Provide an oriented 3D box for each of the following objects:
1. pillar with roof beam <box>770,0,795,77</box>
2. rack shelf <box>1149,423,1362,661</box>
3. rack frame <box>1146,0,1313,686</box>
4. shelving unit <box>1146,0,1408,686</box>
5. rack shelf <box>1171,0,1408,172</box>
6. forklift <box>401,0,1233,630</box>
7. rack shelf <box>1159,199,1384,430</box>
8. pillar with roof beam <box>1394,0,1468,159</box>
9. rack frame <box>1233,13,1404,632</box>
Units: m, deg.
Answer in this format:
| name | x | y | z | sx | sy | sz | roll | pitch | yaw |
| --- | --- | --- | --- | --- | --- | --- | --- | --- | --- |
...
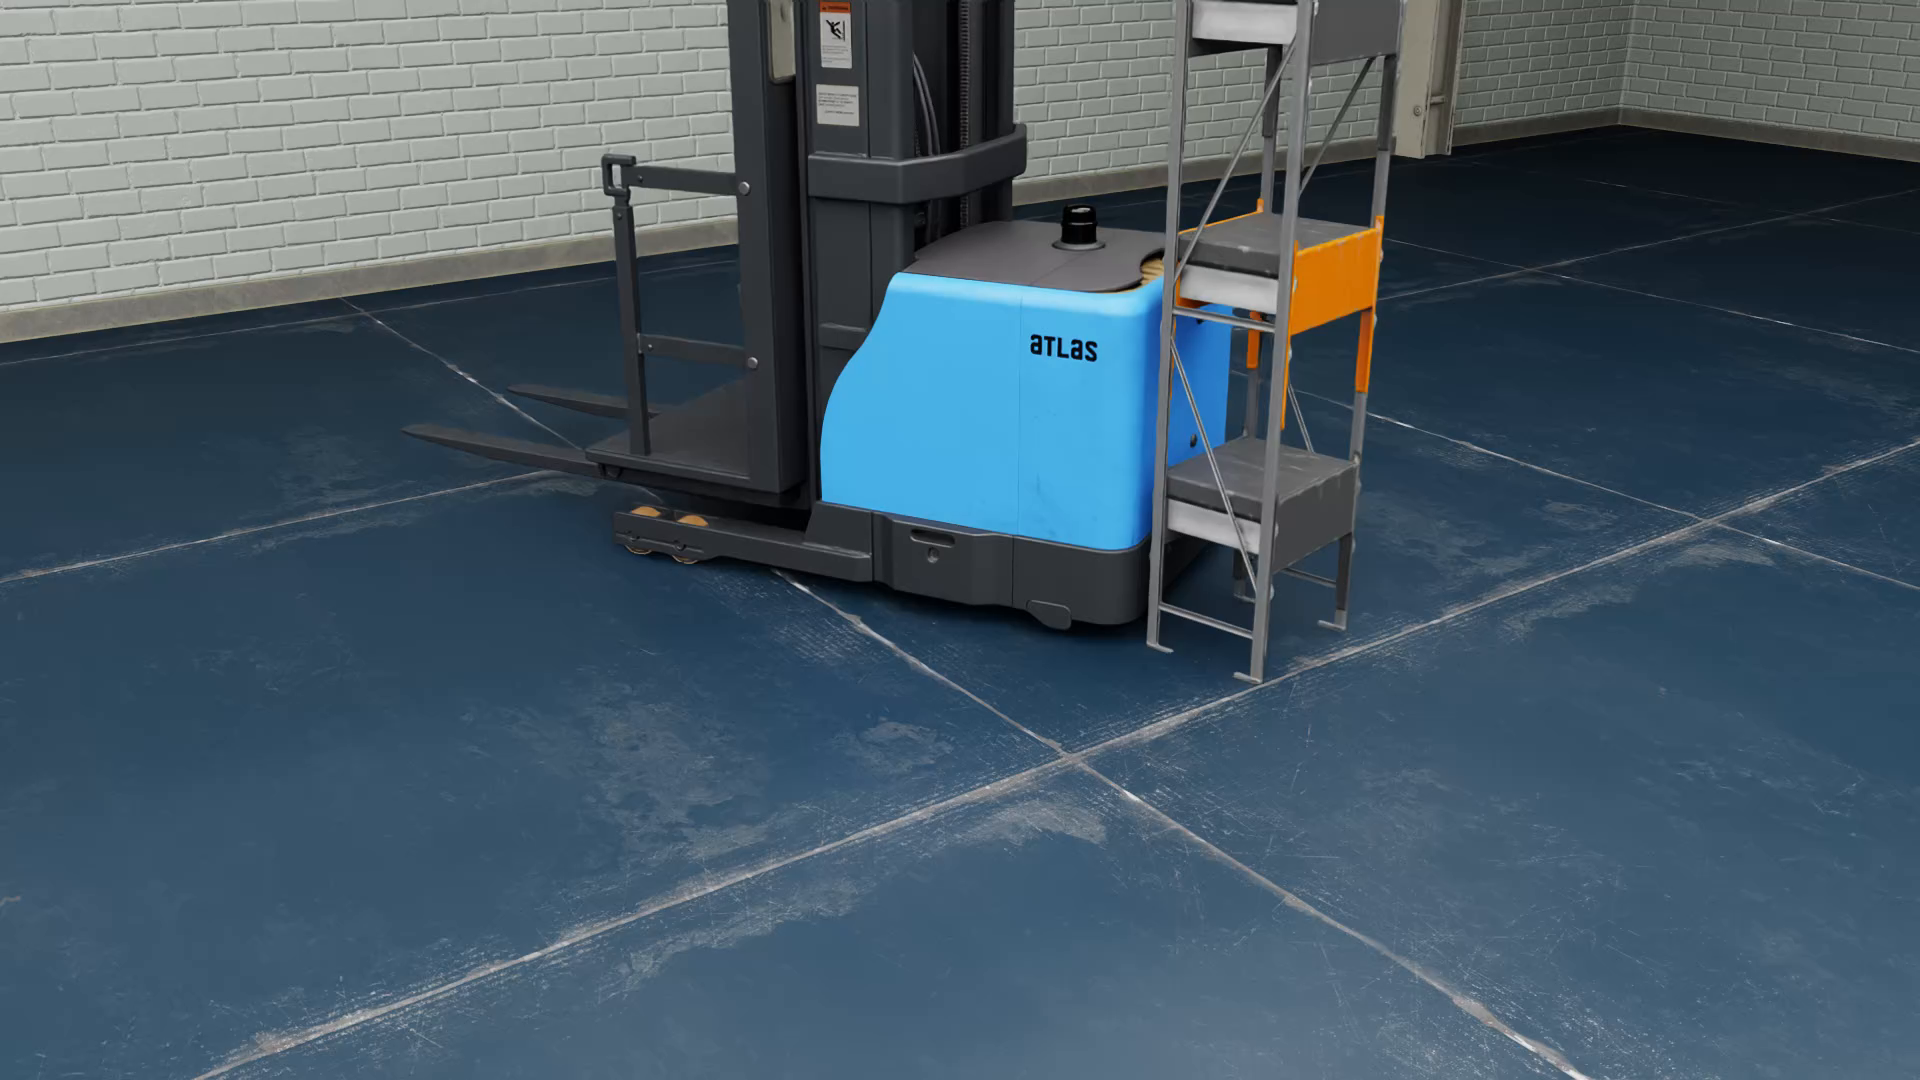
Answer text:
| name | x | y | z | sx | sy | sz | roll | pitch | yaw |
| --- | --- | --- | --- | --- | --- | --- | --- | --- | --- |
| pillar with roof beam | 1.554 | -4.854 | 5.918 | 0.400 | 9.000 | 9.100 | -15 | 26 | -33 |
| rack shelf | 0.886 | -0.008 | 5.009 | 0.431 | 0.518 | 0.480 | 18 | 28 | 38 |
| rack frame | 0.725 | -0.603 | 4.574 | 0.400 | 2.100 | 0.015 | 18 | 28 | 38 |
| shelving unit | 0.886 | -0.671 | 4.744 | 0.431 | 2.100 | 0.503 | 18 | 28 | 38 |
| rack shelf | 0.886 | -1.308 | 4.490 | 0.431 | 0.518 | 0.480 | 18 | 28 | 38 |
| forklift | -0.631 | -1.442 | 5.554 | 3.031 | 2.935 | 1.130 | 10 | 24 | 24 |
| rack shelf | 0.886 | -0.658 | 4.749 | 0.431 | 0.518 | 0.480 | 18 | 28 | 38 |
| pillar with roof beam | 6.424 | -6.152 | 9.173 | 0.400 | 9.000 | 9.100 | -15 | 26 | -33 |
| rack frame | 1.046 | -0.739 | 4.915 | 0.400 | 2.100 | 0.015 | 18 | 28 | 38 |
